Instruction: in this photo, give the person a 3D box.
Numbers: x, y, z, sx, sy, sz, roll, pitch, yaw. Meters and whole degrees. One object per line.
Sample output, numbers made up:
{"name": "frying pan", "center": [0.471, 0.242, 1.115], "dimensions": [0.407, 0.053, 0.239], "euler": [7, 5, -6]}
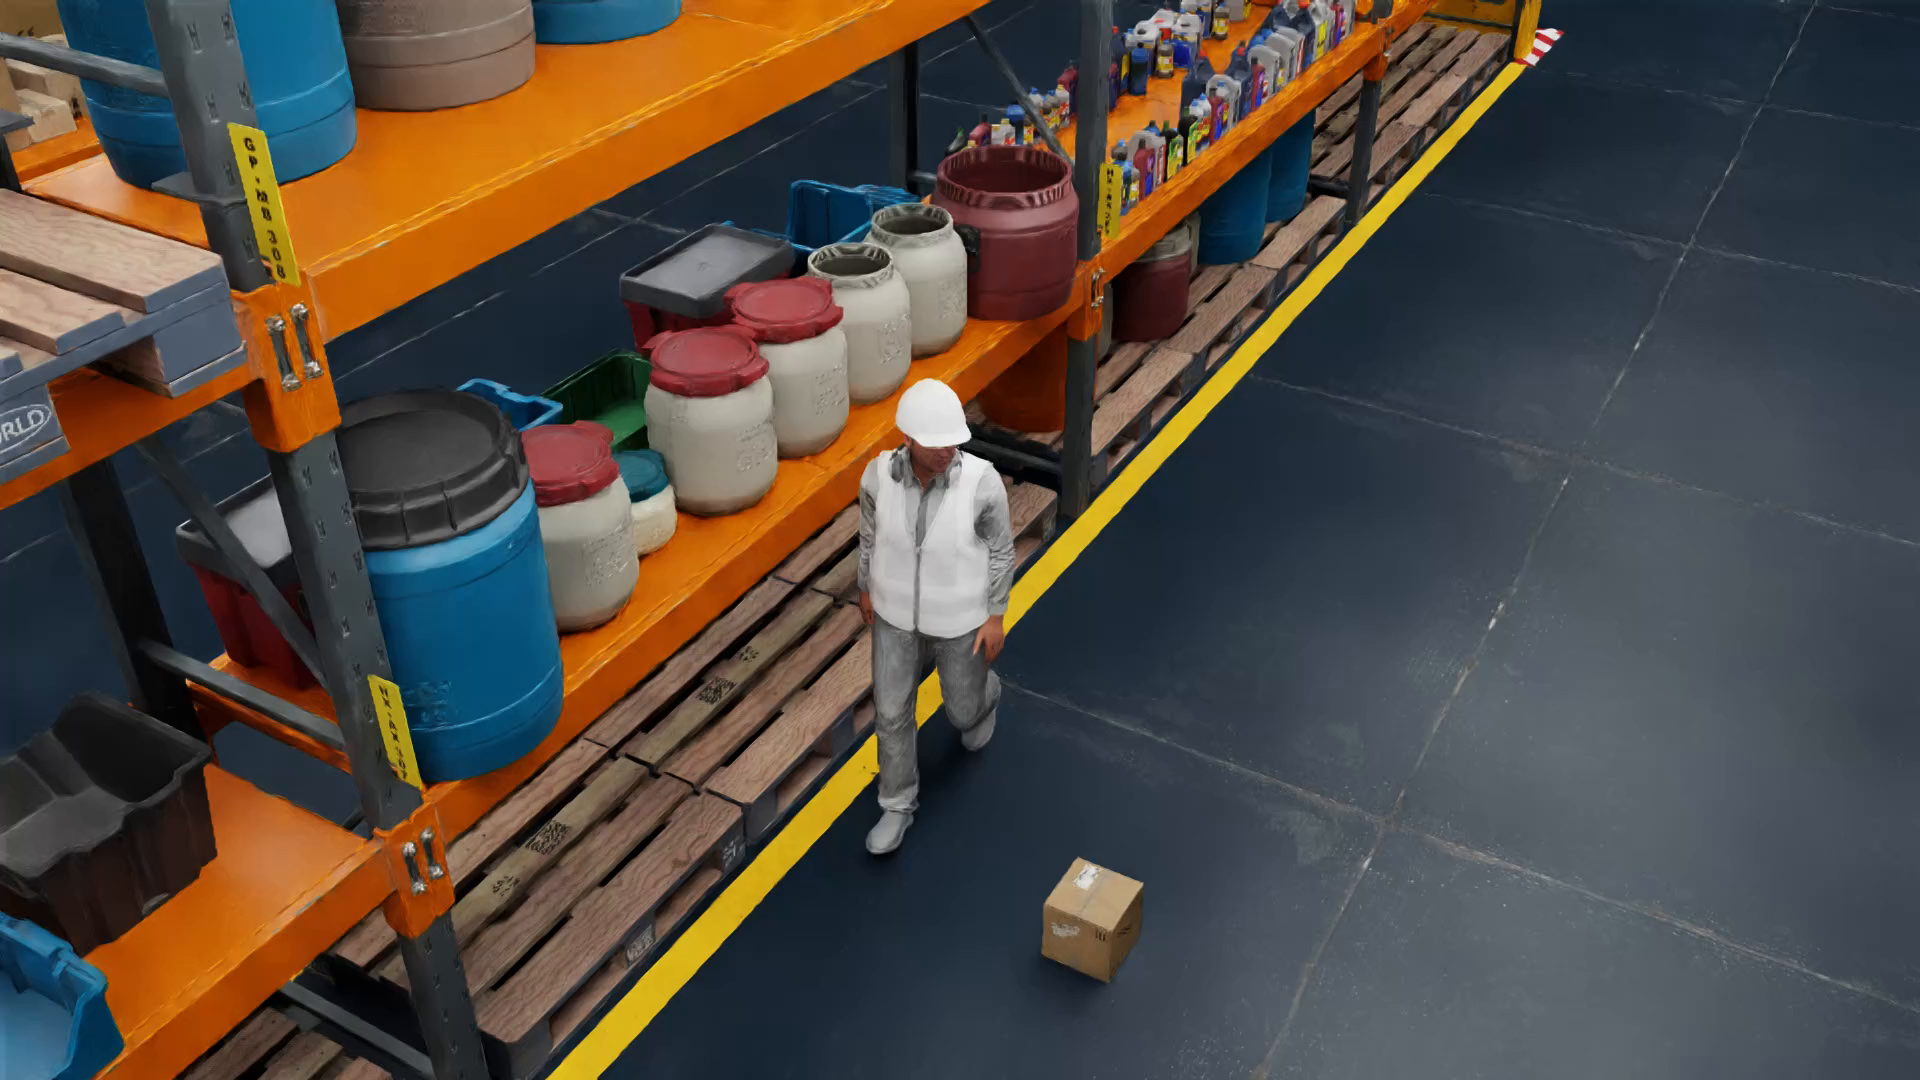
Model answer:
{"name": "person", "center": [-0.111, 0.224, 5.793], "dimensions": [0.569, 1.757, 0.878], "euler": [9, 35, 13]}
